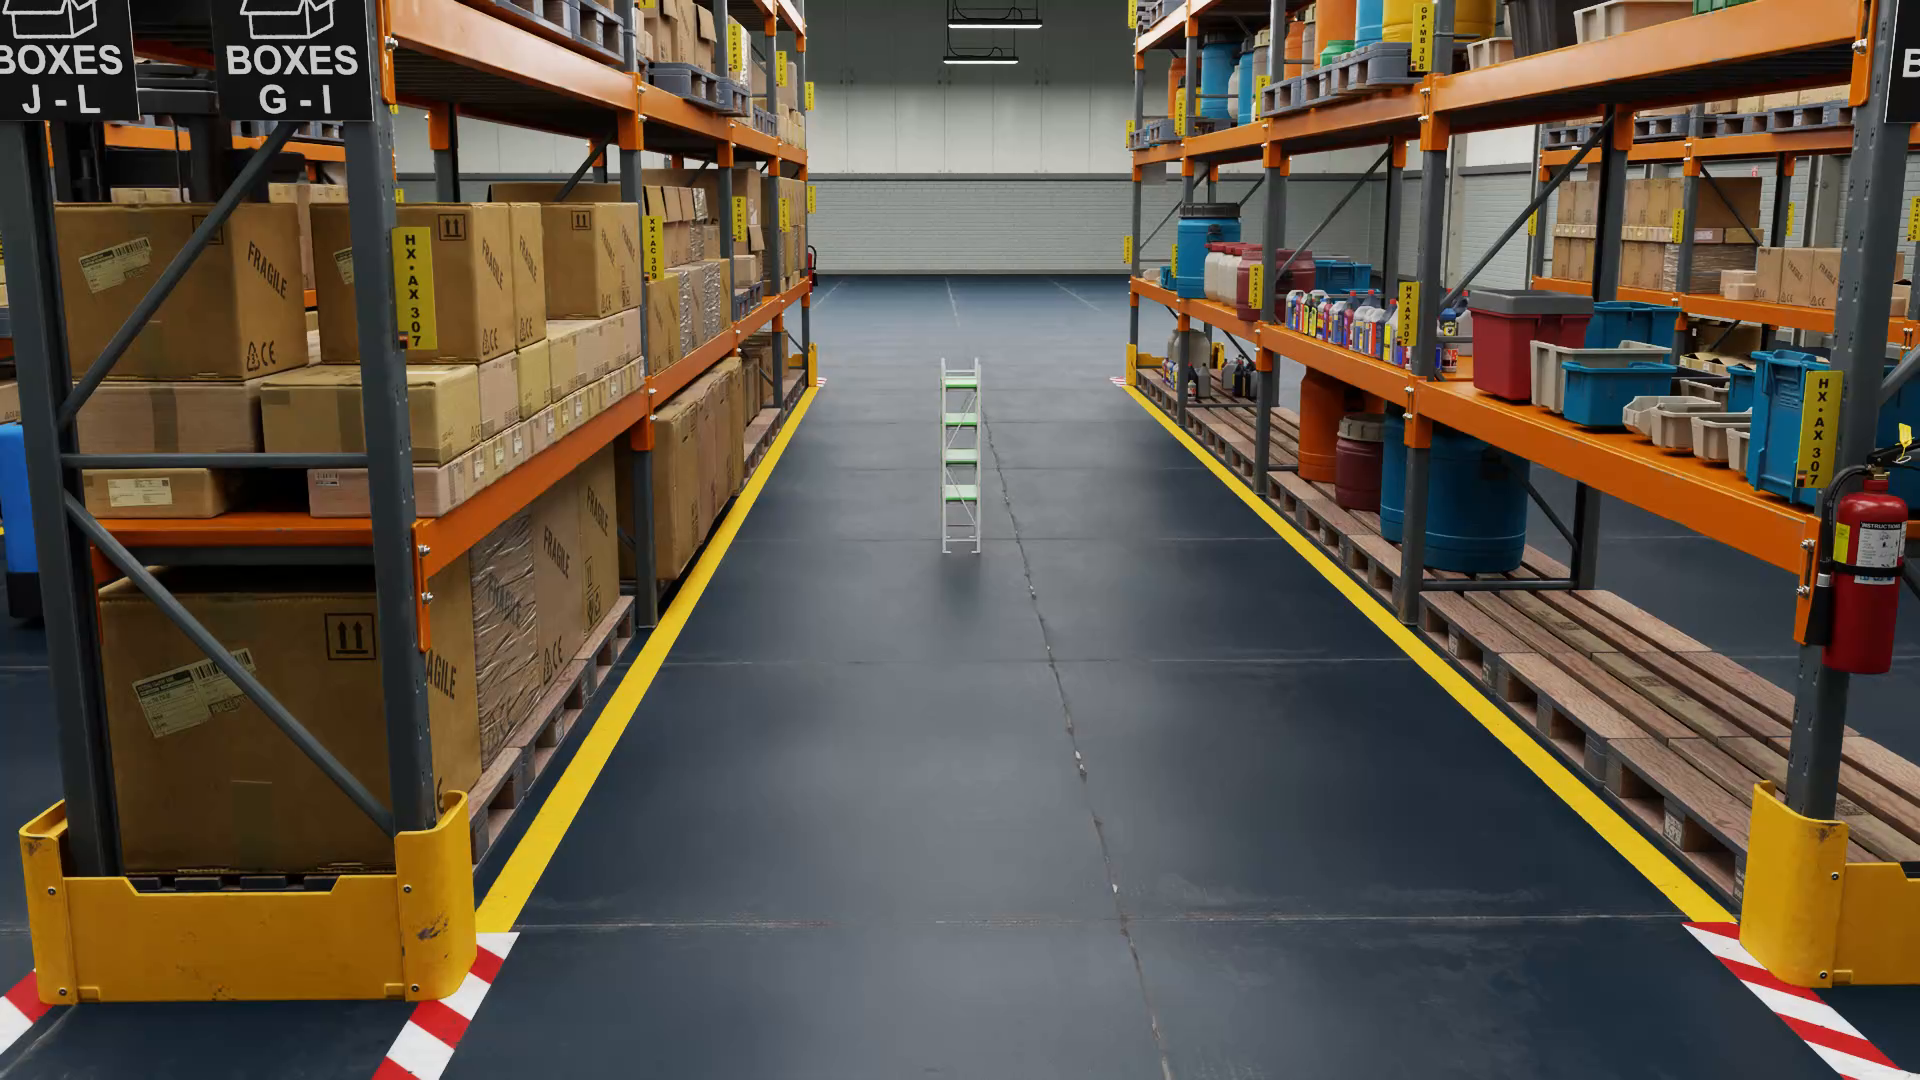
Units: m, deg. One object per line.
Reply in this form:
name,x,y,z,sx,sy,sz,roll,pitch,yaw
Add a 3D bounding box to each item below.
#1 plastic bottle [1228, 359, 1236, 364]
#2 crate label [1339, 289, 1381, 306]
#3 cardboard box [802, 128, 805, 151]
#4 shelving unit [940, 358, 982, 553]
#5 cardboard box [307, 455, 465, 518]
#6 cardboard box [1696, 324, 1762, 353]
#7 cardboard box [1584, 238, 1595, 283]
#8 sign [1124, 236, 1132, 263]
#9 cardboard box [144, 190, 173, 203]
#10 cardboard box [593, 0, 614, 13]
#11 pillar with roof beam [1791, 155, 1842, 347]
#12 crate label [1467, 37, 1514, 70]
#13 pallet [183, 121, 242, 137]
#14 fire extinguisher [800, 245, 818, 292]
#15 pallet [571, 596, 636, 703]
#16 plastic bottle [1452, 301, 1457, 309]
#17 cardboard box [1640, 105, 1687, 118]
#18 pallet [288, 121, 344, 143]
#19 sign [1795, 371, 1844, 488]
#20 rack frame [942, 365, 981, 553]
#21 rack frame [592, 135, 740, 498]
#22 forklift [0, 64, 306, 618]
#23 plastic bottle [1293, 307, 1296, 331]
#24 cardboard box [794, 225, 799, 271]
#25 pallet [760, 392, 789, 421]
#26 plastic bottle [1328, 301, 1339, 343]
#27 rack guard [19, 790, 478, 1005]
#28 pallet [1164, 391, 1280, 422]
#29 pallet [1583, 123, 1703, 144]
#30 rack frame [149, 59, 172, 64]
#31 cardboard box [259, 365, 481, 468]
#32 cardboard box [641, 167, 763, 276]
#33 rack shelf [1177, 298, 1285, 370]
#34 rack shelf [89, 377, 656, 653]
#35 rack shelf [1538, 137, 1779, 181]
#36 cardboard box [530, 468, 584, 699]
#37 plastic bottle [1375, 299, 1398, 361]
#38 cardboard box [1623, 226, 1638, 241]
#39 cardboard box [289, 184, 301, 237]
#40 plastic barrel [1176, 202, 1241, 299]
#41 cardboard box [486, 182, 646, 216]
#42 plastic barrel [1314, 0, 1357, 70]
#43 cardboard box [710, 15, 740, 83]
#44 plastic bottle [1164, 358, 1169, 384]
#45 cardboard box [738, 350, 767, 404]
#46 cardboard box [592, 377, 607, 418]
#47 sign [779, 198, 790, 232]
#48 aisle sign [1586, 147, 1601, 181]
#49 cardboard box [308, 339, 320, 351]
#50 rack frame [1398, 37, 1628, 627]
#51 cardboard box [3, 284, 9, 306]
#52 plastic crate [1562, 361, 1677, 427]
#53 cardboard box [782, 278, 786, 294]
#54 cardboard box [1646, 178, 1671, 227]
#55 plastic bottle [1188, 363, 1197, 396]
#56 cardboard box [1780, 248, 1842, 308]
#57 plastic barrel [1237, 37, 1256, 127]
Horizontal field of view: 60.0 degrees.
plastic bottle,3.056,-1.879,18.520,0.152,0.276,0.135,0,11,-1
crate label,3.133,-1.825,12.930,0.303,0.233,0.416,0,11,-1
cardboard box,-2.086,-4.693,19.480,0.500,0.250,0.500,0,11,0
shelving unit,0.003,-0.555,10.778,0.258,1.200,0.503,0,11,-1
cardboard box,-1.697,-0.160,4.933,0.380,0.149,0.250,0,11,-1
cardboard box,7.940,-1.955,17.126,0.500,0.500,0.500,0,11,-1
cardboard box,7.571,-3.184,18.959,0.700,0.500,0.500,0,11,-1
sign,2.051,-3.546,20.297,0.100,0.325,0.005,0,11,-1
cardboard box,-7.181,-2.733,14.220,0.700,0.500,0.500,0,11,-2
cardboard box,-2.124,-2.846,8.691,0.700,0.500,0.500,0,11,0
pillar with roof beam,8.958,-7.432,25.059,9.100,9.000,0.400,0,11,-1
crate label,2.571,-2.269,7.816,0.293,0.136,0.466,0,11,-1
pallet,-7.161,-3.790,15.134,0.805,0.209,1.217,-1,11,-3
fire extinguisher,-1.892,-3.378,20.360,0.296,0.674,0.183,0,11,-1
pallet,-2.165,0.512,8.003,1.003,0.211,1.213,0,11,-1
plastic bottle,3.171,-1.395,10.683,0.061,0.283,0.133,0,11,-1
cardboard box,7.729,-4.759,17.760,0.797,0.503,0.637,1,12,5
pallet,-7.258,-4.427,18.015,1.003,0.211,1.213,0,11,-1
sign,2.382,-0.306,4.611,0.100,0.325,0.005,0,11,-1
rack frame,0.008,-0.507,10.539,0.240,1.200,0.015,0,11,-1
rack frame,-2.185,-1.801,12.392,1.000,3.000,0.127,0,11,-1
forklift,-4.525,-1.262,9.909,1.130,2.935,3.031,0,11,-2
plastic bottle,2.430,-1.594,11.872,0.097,0.201,0.097,0,11,0
cardboard box,-2.269,-3.278,18.674,0.875,0.500,0.500,0,11,-1
pallet,-2.317,-1.363,17.246,1.003,0.211,1.213,0,11,-1
plastic bottle,2.451,-1.418,10.829,0.097,0.271,0.097,0,11,0
rack guard,-2.019,1.019,4.779,1.175,0.500,0.348,0,11,-1
pallet,2.712,-1.384,17.348,1.003,0.211,1.213,0,11,-1
pallet,7.571,-4.474,18.247,1.003,0.211,1.213,0,11,-1
rack frame,-7.229,-5.536,15.714,1.000,3.000,0.127,0,11,-1
cardboard box,-1.760,-0.380,5.015,0.500,0.250,0.500,-1,11,-3
cardboard box,-2.391,-2.937,15.429,1.000,1.000,1.000,0,11,-1
rack shelf,2.725,-1.866,14.524,1.077,0.370,4.000,0,11,-1
rack shelf,-2.061,-0.256,6.585,1.077,0.370,4.000,0,11,-1
rack shelf,7.595,-4.151,18.241,1.077,0.370,4.000,0,11,-1
cardboard box,-2.150,0.140,7.112,0.875,0.875,0.875,0,11,-1
plastic bottle,2.499,-1.220,9.653,0.144,0.351,0.185,0,11,-1
cardboard box,7.392,-3.309,17.940,0.380,0.149,0.250,0,11,0
cardboard box,-7.330,-3.381,17.087,0.875,0.550,0.550,0,11,-1
plastic barrel,2.389,-2.784,15.977,0.600,0.901,0.708,0,11,-1
cardboard box,-2.124,-1.673,8.989,0.797,0.503,0.637,-1,11,-3
plastic barrel,2.776,-3.595,11.554,0.600,0.830,0.708,0,11,-1
cardboard box,-1.938,-3.660,12.500,0.500,0.500,0.500,0,11,-1
plastic bottle,2.314,-1.889,18.552,0.061,0.283,0.133,0,11,0
cardboard box,-2.236,-1.657,16.911,0.500,0.500,0.500,-1,11,-3
cardboard box,-1.747,-0.619,7.197,0.380,0.149,0.250,0,11,0
sign,-1.713,-3.167,16.211,0.100,0.325,0.005,0,11,-1
aisle sign,7.846,-4.720,20.240,0.394,0.787,0.004,0,11,-1
cardboard box,-2.316,-0.580,6.004,0.500,0.250,0.500,-1,11,-3
rack frame,2.849,-1.026,8.573,1.000,3.000,0.127,0,11,-1
cardboard box,-6.667,-1.687,11.405,0.380,0.149,0.250,0,11,0
plastic crate,2.633,-0.586,6.672,0.416,0.233,0.300,0,11,-1
cardboard box,-1.964,-2.567,16.798,0.380,0.149,0.250,0,11,-1
cardboard box,7.609,-3.510,17.299,0.700,0.500,0.500,0,11,-1
plastic bottle,2.383,-1.661,17.257,0.144,0.351,0.185,-1,11,-3
cardboard box,7.657,-2.328,14.739,0.500,0.500,0.500,0,11,-1
plastic barrel,2.912,-4.232,15.570,0.600,0.901,0.708,0,11,-1
